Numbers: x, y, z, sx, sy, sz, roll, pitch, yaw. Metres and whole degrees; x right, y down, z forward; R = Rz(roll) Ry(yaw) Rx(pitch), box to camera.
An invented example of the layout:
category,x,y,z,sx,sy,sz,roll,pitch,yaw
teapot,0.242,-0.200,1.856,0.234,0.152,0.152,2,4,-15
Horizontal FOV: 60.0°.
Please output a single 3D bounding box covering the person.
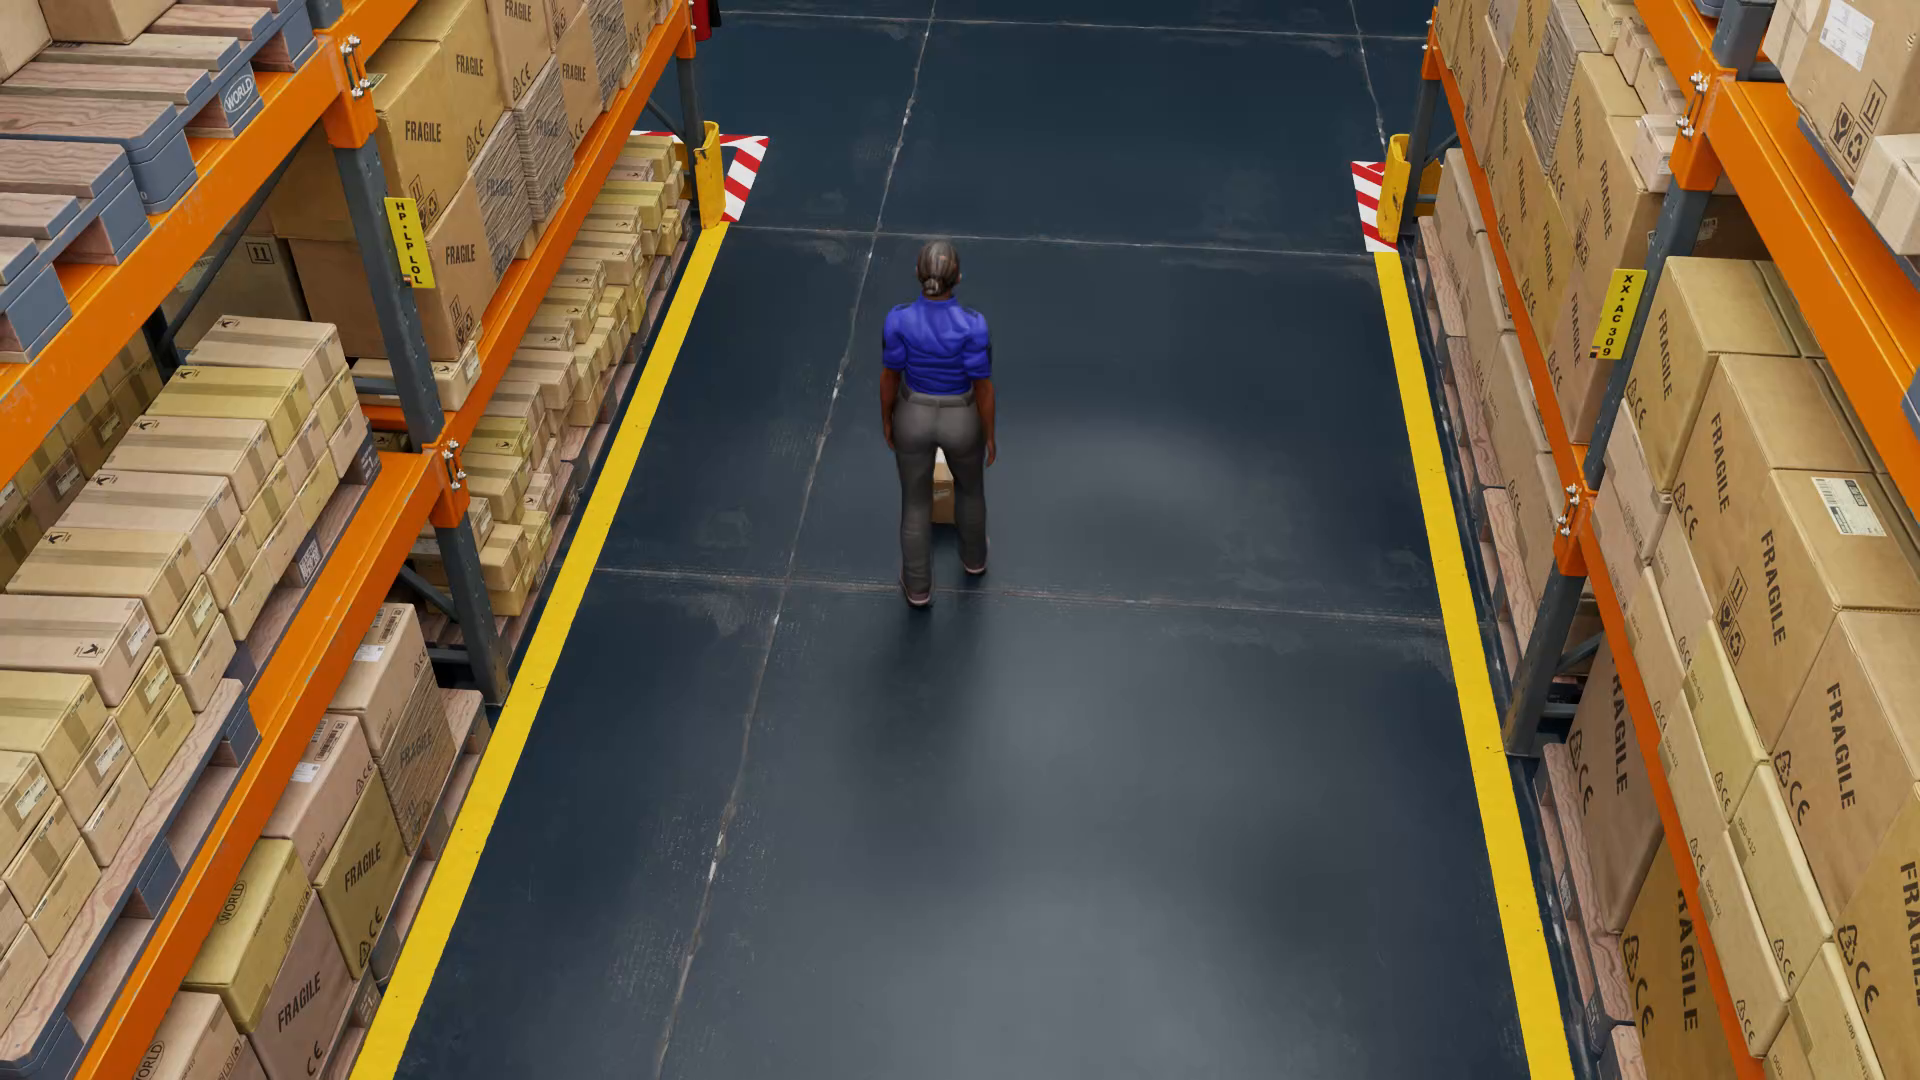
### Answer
category,x,y,z,sx,sy,sz,roll,pitch,yaw
person,-0.077,-0.501,6.735,0.471,1.655,0.538,3,40,4
